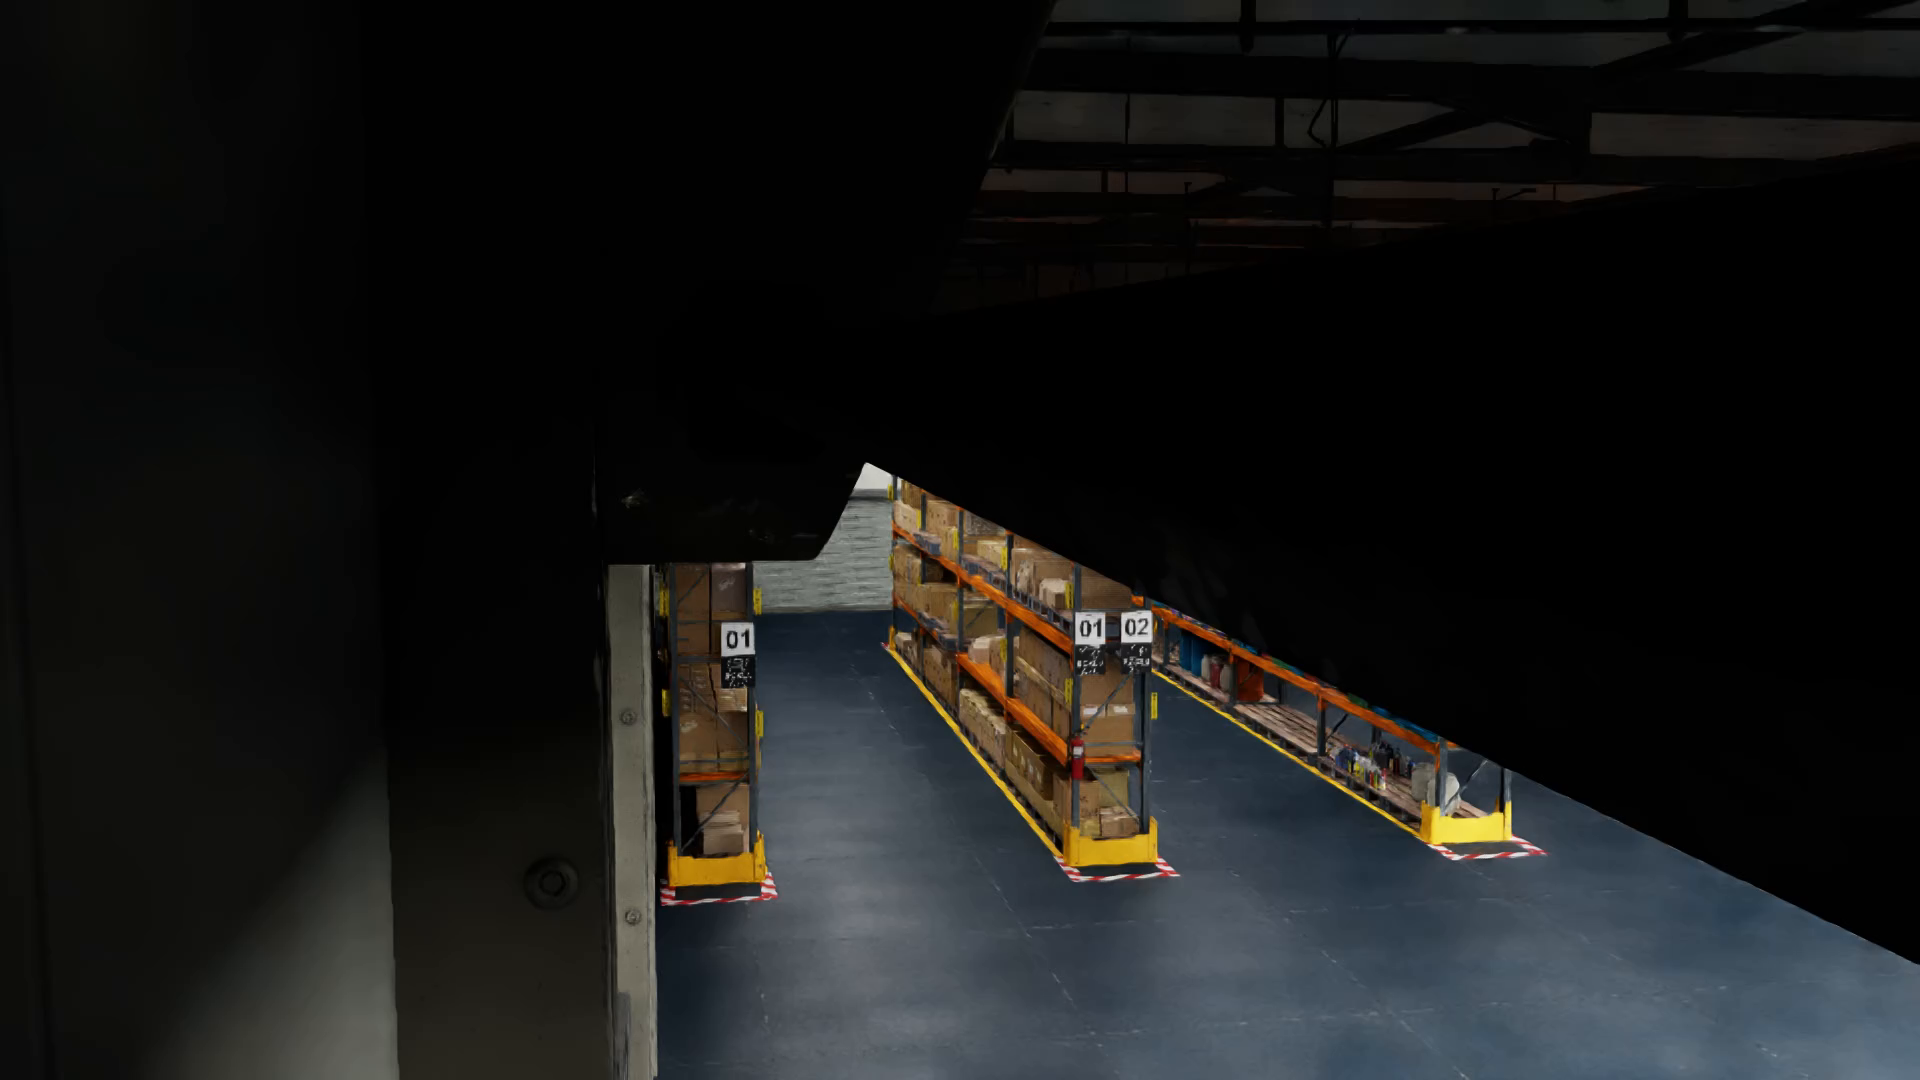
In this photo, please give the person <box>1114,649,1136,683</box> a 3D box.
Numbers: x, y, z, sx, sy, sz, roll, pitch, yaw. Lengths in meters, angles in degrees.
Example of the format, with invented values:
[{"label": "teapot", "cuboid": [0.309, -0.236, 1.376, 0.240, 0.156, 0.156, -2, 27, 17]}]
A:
[{"label": "person", "cuboid": [3.238, 1.889, 32.717, 0.442, 1.792, 0.606, -5, 8, -41]}]
